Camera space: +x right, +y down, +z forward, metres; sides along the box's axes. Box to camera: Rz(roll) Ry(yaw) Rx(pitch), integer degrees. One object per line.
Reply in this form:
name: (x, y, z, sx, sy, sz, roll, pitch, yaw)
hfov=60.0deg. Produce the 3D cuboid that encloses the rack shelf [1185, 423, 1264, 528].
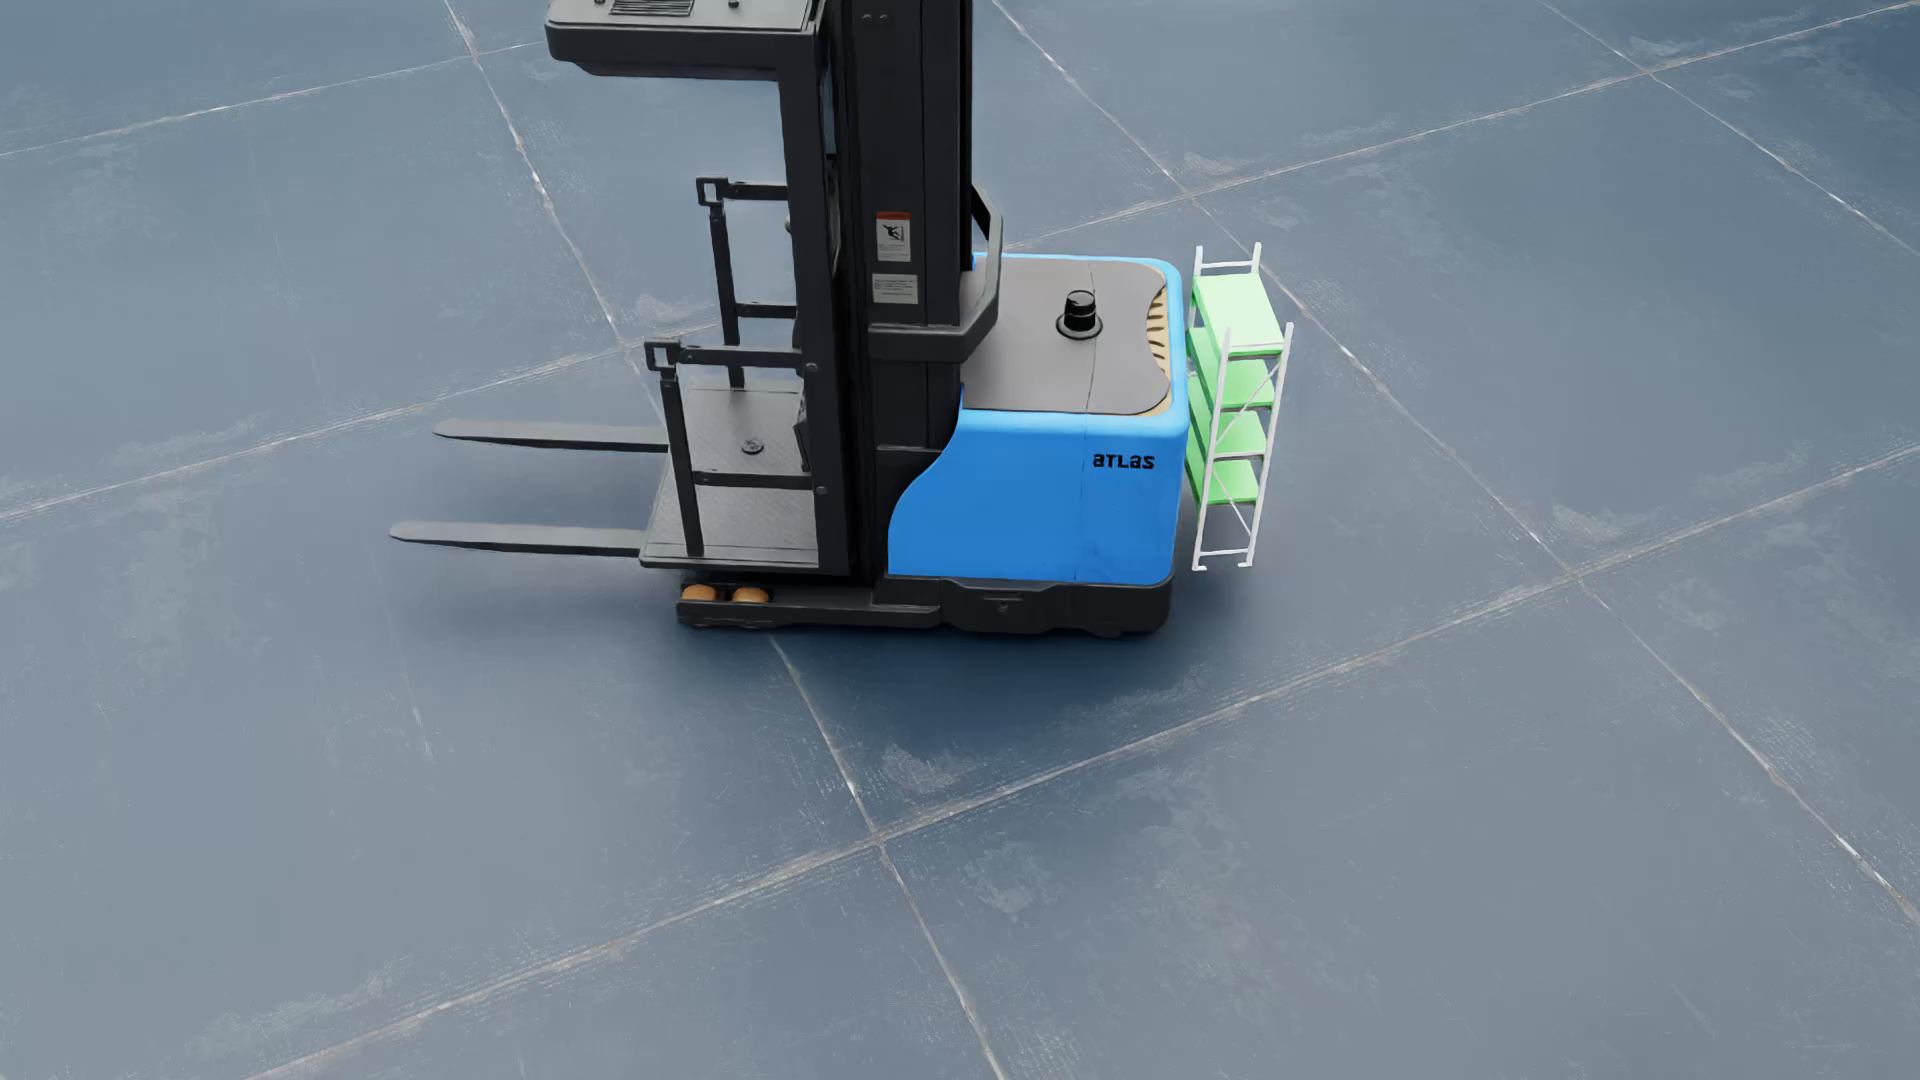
rack shelf: (1.020, -0.273, 6.605, 0.258, 0.148, 0.480, -4, 45, -4)

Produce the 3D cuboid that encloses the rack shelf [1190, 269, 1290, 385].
rack shelf: (1.019, -0.786, 6.099, 0.258, 0.148, 0.480, -4, 45, -4)

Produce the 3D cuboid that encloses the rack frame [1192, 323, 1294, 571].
rack frame: (1.044, -0.319, 6.219, 0.240, 1.200, 0.015, -4, 45, -4)

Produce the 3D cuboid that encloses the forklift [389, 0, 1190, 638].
forklift: (-0.687, -1.073, 5.750, 3.031, 2.935, 1.130, 2, 45, 2)

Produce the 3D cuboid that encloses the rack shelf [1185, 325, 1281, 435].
rack shelf: (1.020, -0.615, 6.268, 0.258, 0.148, 0.480, -4, 45, -4)

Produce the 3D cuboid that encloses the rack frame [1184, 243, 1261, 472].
rack frame: (0.995, -0.660, 6.565, 0.240, 1.200, 0.015, -4, 45, -4)

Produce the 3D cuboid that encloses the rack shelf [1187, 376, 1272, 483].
rack shelf: (1.020, -0.444, 6.437, 0.258, 0.148, 0.480, -4, 45, -4)

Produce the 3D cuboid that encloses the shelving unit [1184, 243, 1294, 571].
shelving unit: (1.020, -0.490, 6.392, 0.258, 1.200, 0.503, -4, 45, -4)
